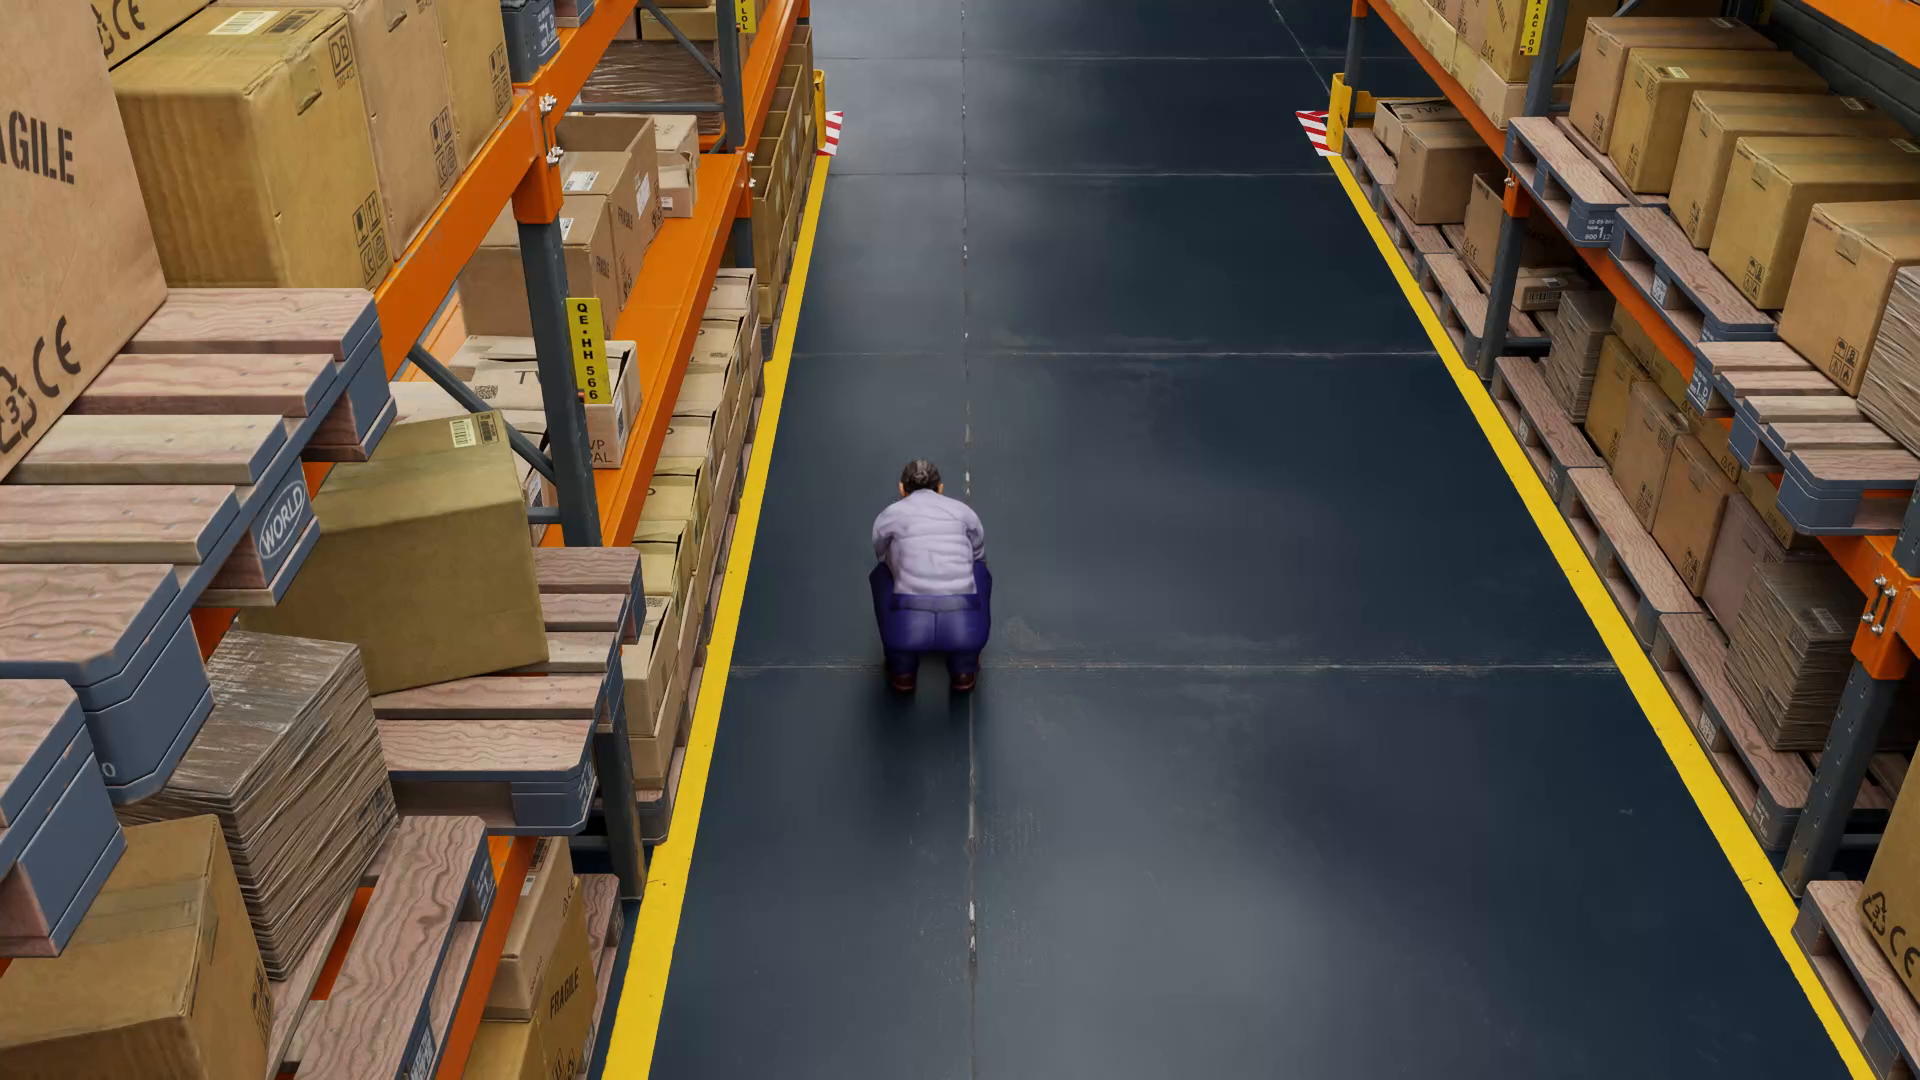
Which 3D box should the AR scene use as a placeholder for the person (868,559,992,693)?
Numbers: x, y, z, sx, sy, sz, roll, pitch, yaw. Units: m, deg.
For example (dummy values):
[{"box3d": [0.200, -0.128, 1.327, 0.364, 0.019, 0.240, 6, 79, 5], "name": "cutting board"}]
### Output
[{"box3d": [-0.117, 0.344, 6.663, 0.508, 0.536, 0.584, -1, 32, -1], "name": "person"}]
